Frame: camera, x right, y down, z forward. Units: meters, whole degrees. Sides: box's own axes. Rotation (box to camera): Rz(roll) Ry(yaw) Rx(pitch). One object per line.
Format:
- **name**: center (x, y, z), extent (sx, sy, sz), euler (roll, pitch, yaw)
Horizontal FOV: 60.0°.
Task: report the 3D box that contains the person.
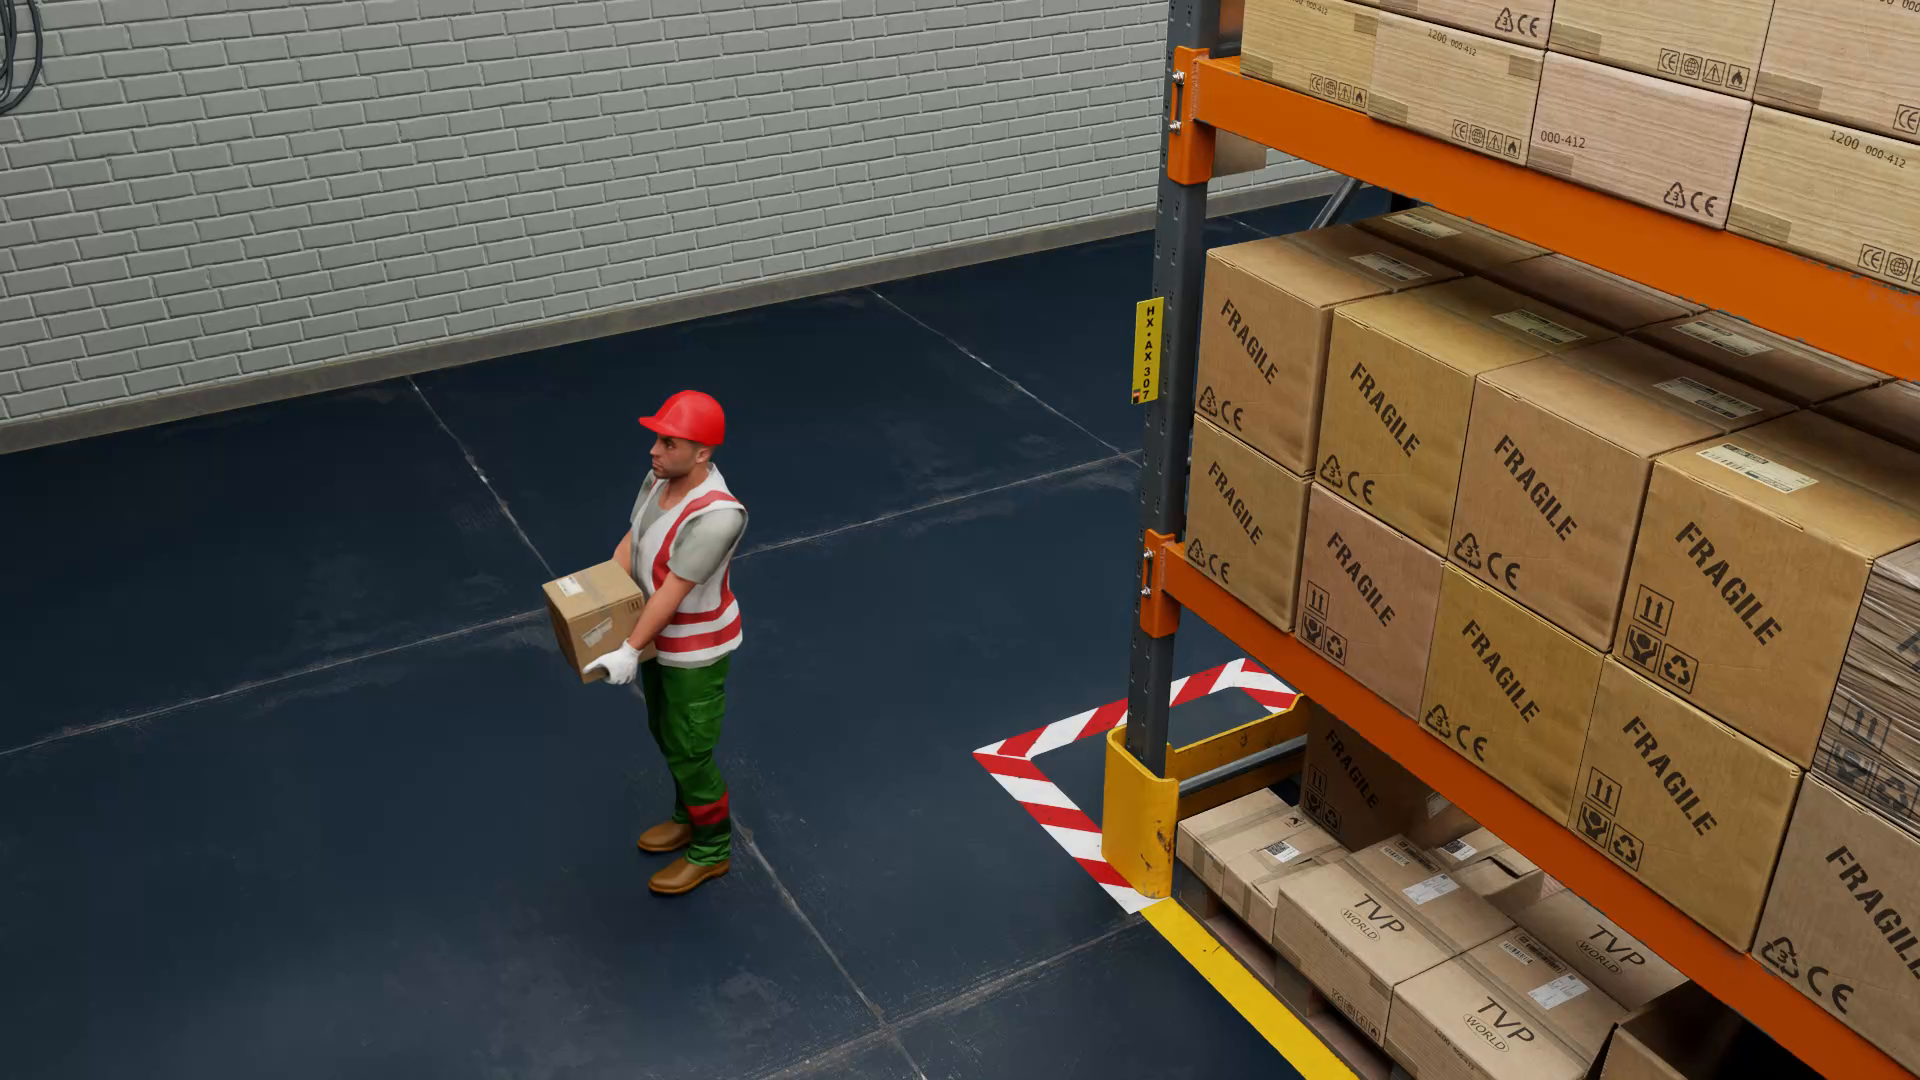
- **person**: center (-0.986, 0.368, 5.435), extent (0.571, 1.782, 0.493), euler (-15, 32, -26)
